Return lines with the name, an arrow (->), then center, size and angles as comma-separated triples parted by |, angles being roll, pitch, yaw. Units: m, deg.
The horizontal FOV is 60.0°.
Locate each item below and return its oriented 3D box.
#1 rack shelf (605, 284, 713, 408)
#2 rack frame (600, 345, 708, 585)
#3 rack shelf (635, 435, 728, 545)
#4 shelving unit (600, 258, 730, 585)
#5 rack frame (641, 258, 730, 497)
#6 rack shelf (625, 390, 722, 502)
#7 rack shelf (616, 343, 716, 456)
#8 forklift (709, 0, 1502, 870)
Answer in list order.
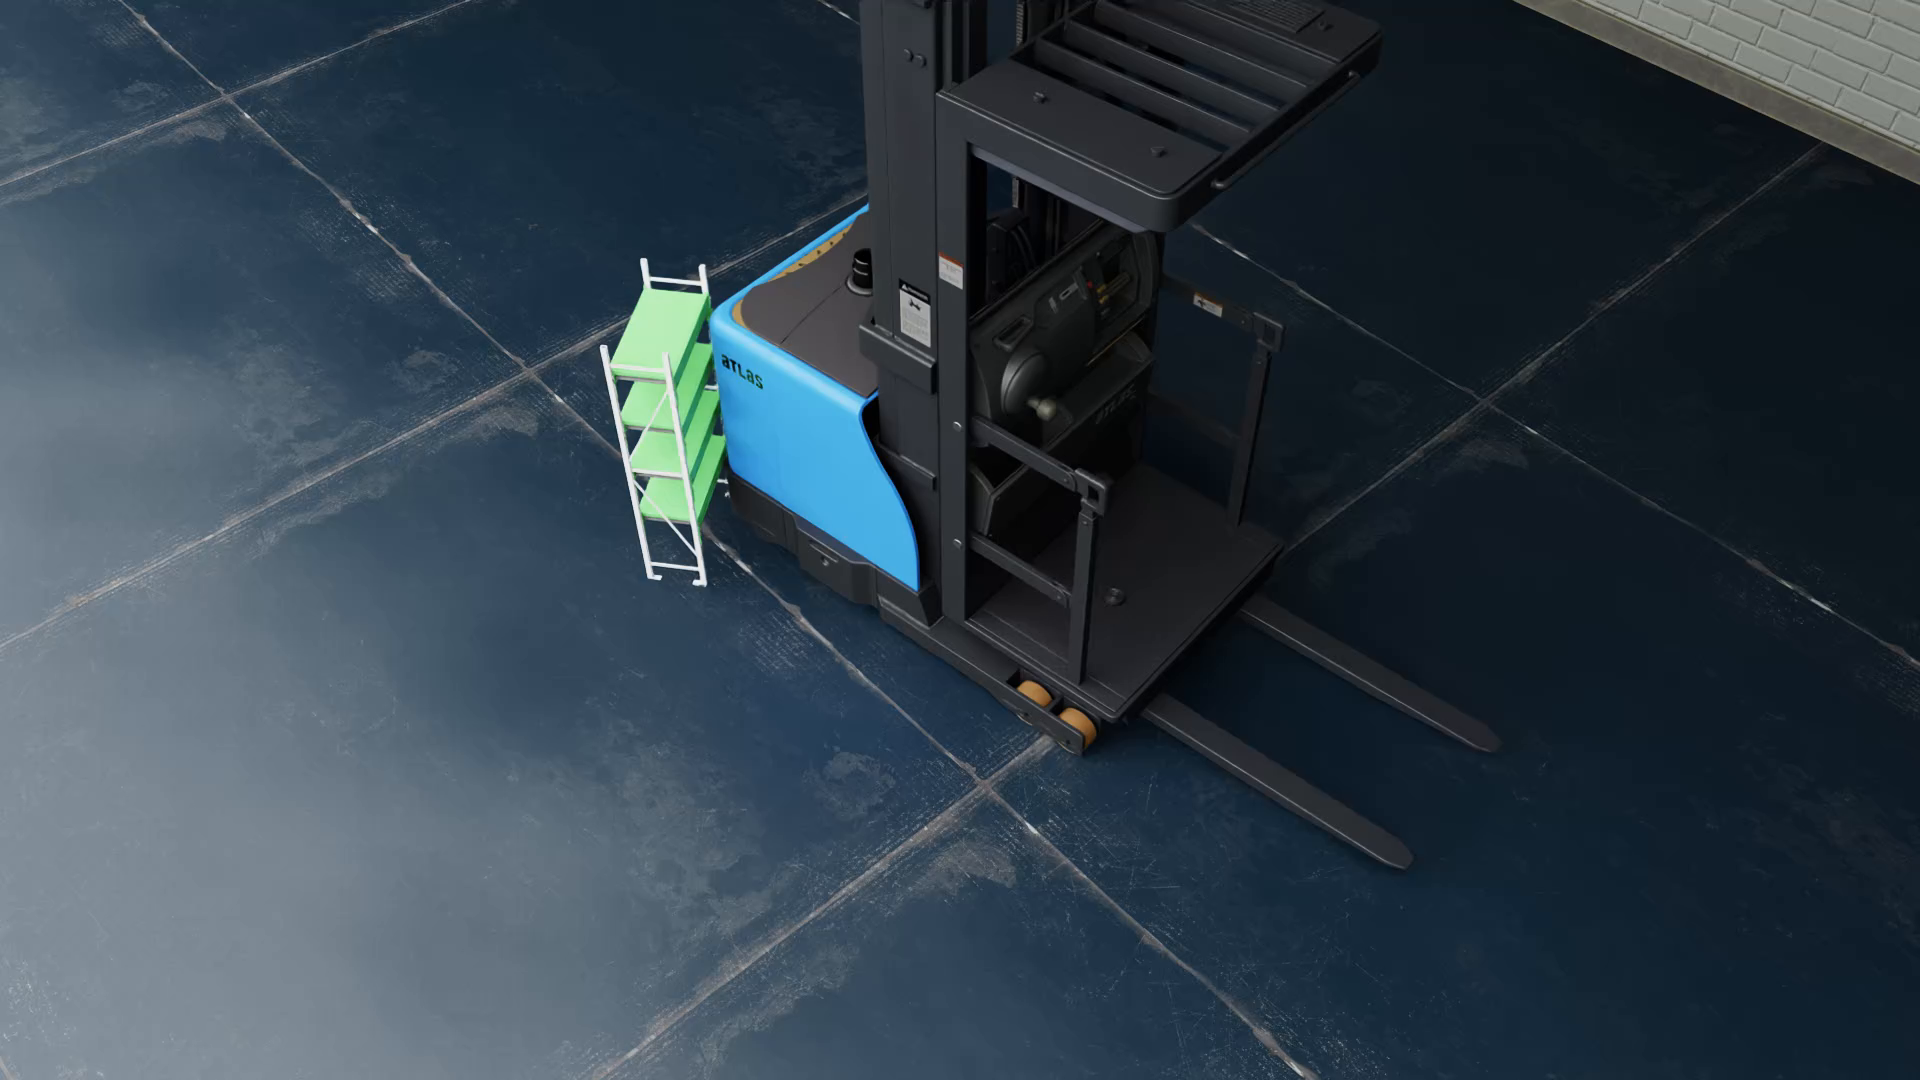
rack shelf -> -1.082, -0.706, 6.019 | 0.258, 0.148, 0.480 | 7, 48, 6
rack frame -> -1.120, -0.247, 6.161 | 0.240, 1.200, 0.015 | 7, 48, 6
rack shelf -> -1.082, -0.218, 6.548 | 0.258, 0.148, 0.480 | 7, 48, 6
shelving unit -> -1.082, -0.424, 6.325 | 0.258, 1.200, 0.503 | 7, 48, 6
rack frame -> -1.044, -0.601, 6.488 | 0.240, 1.200, 0.015 | 7, 48, 6
rack shelf -> -1.082, -0.381, 6.372 | 0.258, 0.148, 0.480 | 7, 48, 6
rack shelf -> -1.082, -0.543, 6.195 | 0.258, 0.148, 0.480 | 7, 48, 6
forklift -> 0.518, -0.666, 5.370 | 3.031, 2.935, 1.130 | 32, 55, 26
